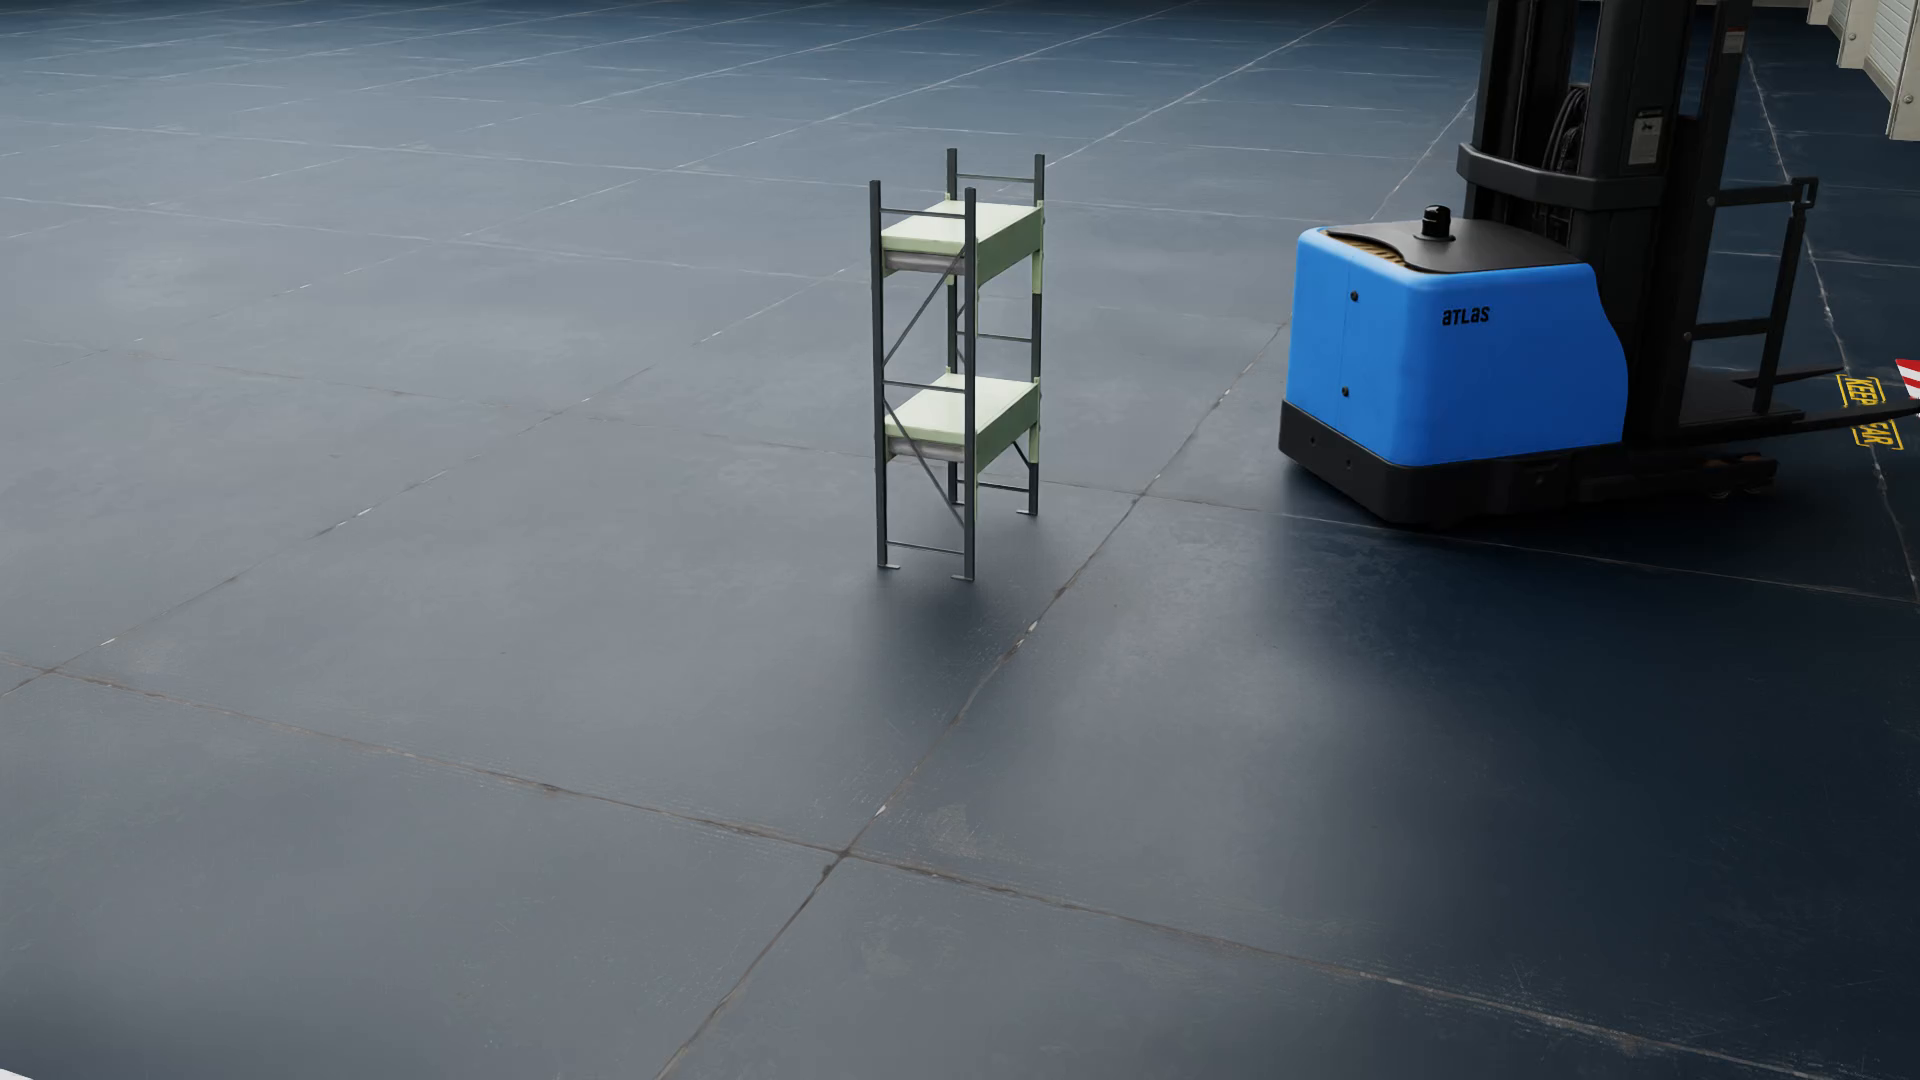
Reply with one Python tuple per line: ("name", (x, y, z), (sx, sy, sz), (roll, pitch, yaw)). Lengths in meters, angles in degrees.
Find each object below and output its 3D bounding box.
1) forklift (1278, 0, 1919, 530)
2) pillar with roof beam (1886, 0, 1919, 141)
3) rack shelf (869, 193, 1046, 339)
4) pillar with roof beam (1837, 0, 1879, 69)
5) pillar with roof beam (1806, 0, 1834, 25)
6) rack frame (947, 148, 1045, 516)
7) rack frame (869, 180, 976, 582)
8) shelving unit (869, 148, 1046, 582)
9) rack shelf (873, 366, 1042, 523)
("forklift", (3.021, -1.715, 7.052), (3.031, 2.935, 1.130), (-7, 24, -17))
("pillar with roof beam", (5.137, -8.658, 15.802), (9.100, 9.000, 0.400), (9, 24, 20))
("rack shelf", (0.002, -1.055, 6.316), (0.431, 0.370, 0.720), (9, 24, 20))
("pillar with roof beam", (7.366, -10.805, 20.943), (9.100, 9.000, 0.400), (9, 24, 20))
("pillar with roof beam", (9.594, -12.952, 26.083), (9.100, 9.000, 0.400), (9, 24, 20))
("rack frame", (0.138, -0.825, 6.780), (0.400, 1.500, 0.023), (9, 24, 20))
("rack frame", (-0.133, -0.563, 6.153), (0.400, 1.500, 0.023), (9, 24, 20))
("shelving unit", (0.002, -0.694, 6.467), (0.431, 1.500, 0.755), (9, 24, 20))
("rack shelf", (0.002, -0.394, 6.592), (0.431, 0.370, 0.720), (9, 24, 20))
